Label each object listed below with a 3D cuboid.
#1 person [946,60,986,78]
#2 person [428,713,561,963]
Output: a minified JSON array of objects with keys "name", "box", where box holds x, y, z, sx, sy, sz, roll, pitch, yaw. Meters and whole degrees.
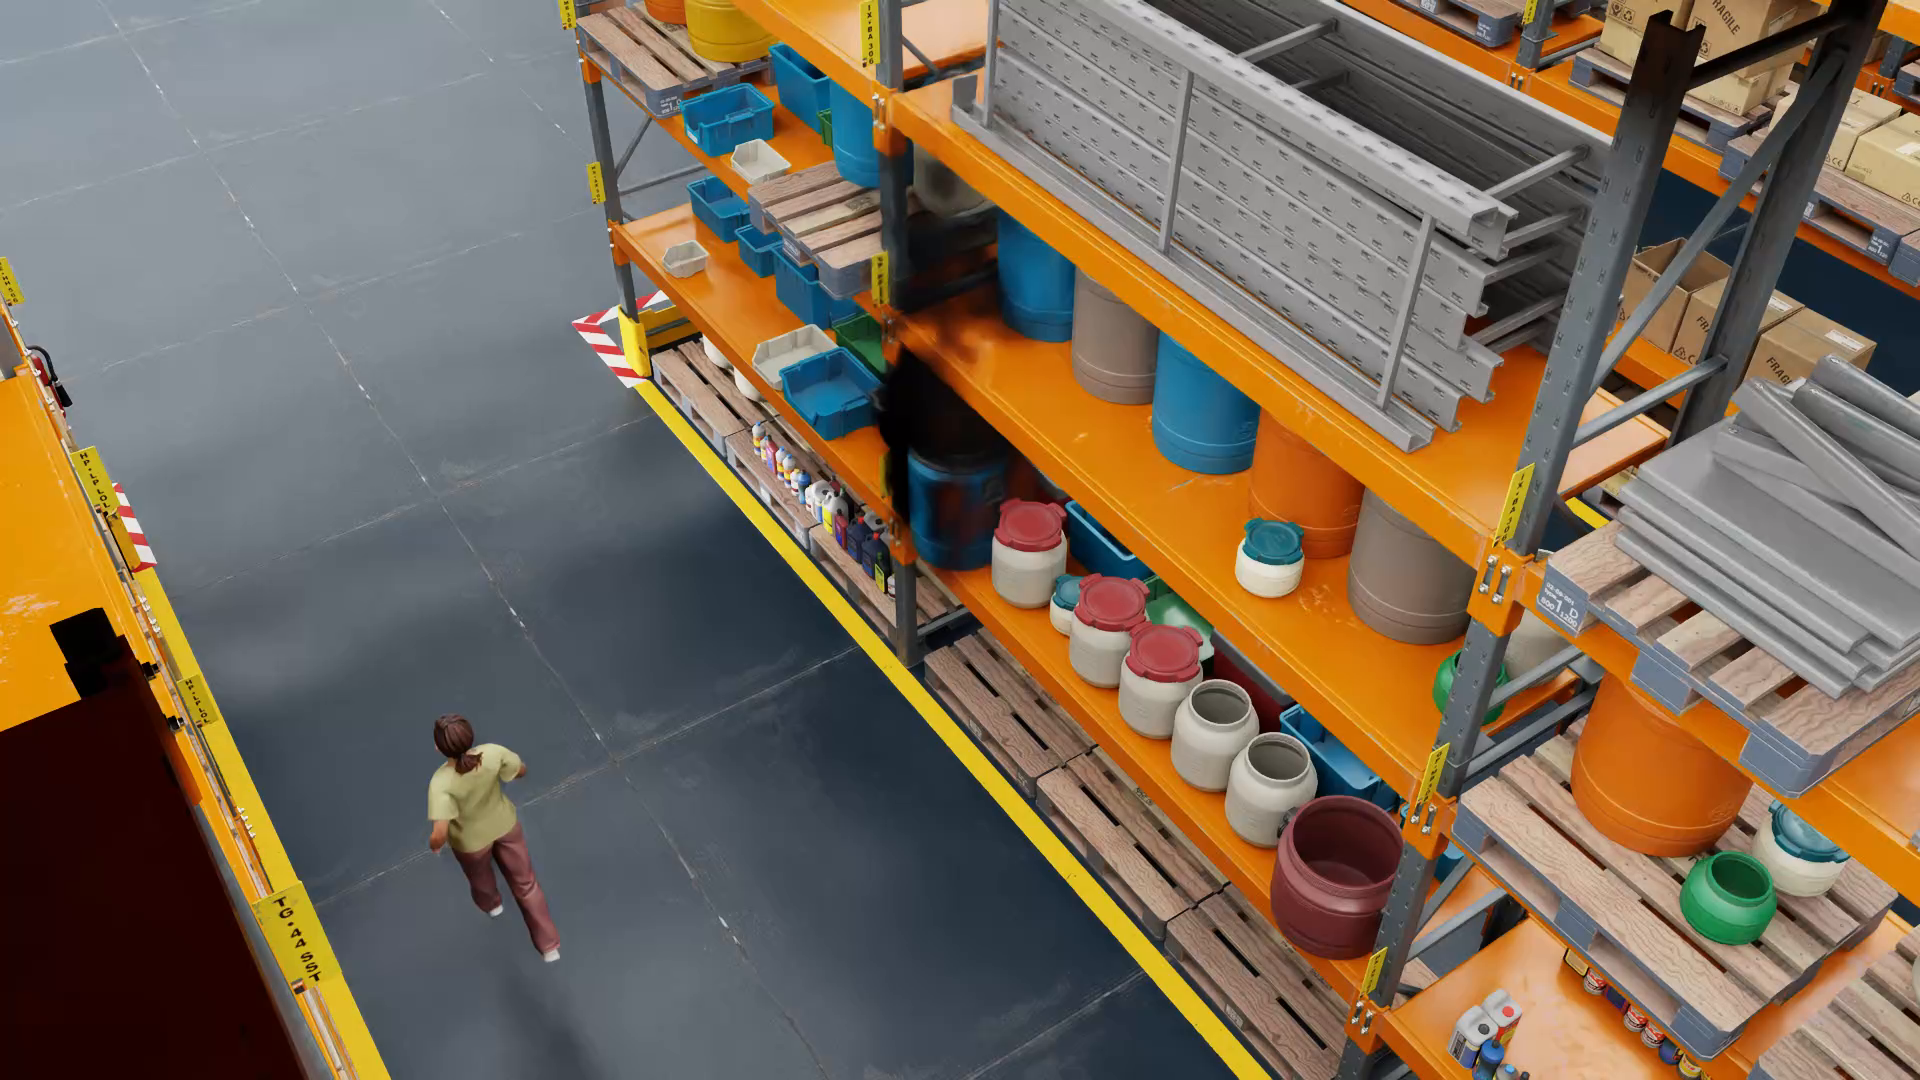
[{"name":"person","box":[0.132,-4.866,15.798,0.842,1.698,0.626,-1,43,-1]},{"name":"person","box":[-2.413,1.502,8.456,0.592,1.707,0.807,-29,50,-28]}]
